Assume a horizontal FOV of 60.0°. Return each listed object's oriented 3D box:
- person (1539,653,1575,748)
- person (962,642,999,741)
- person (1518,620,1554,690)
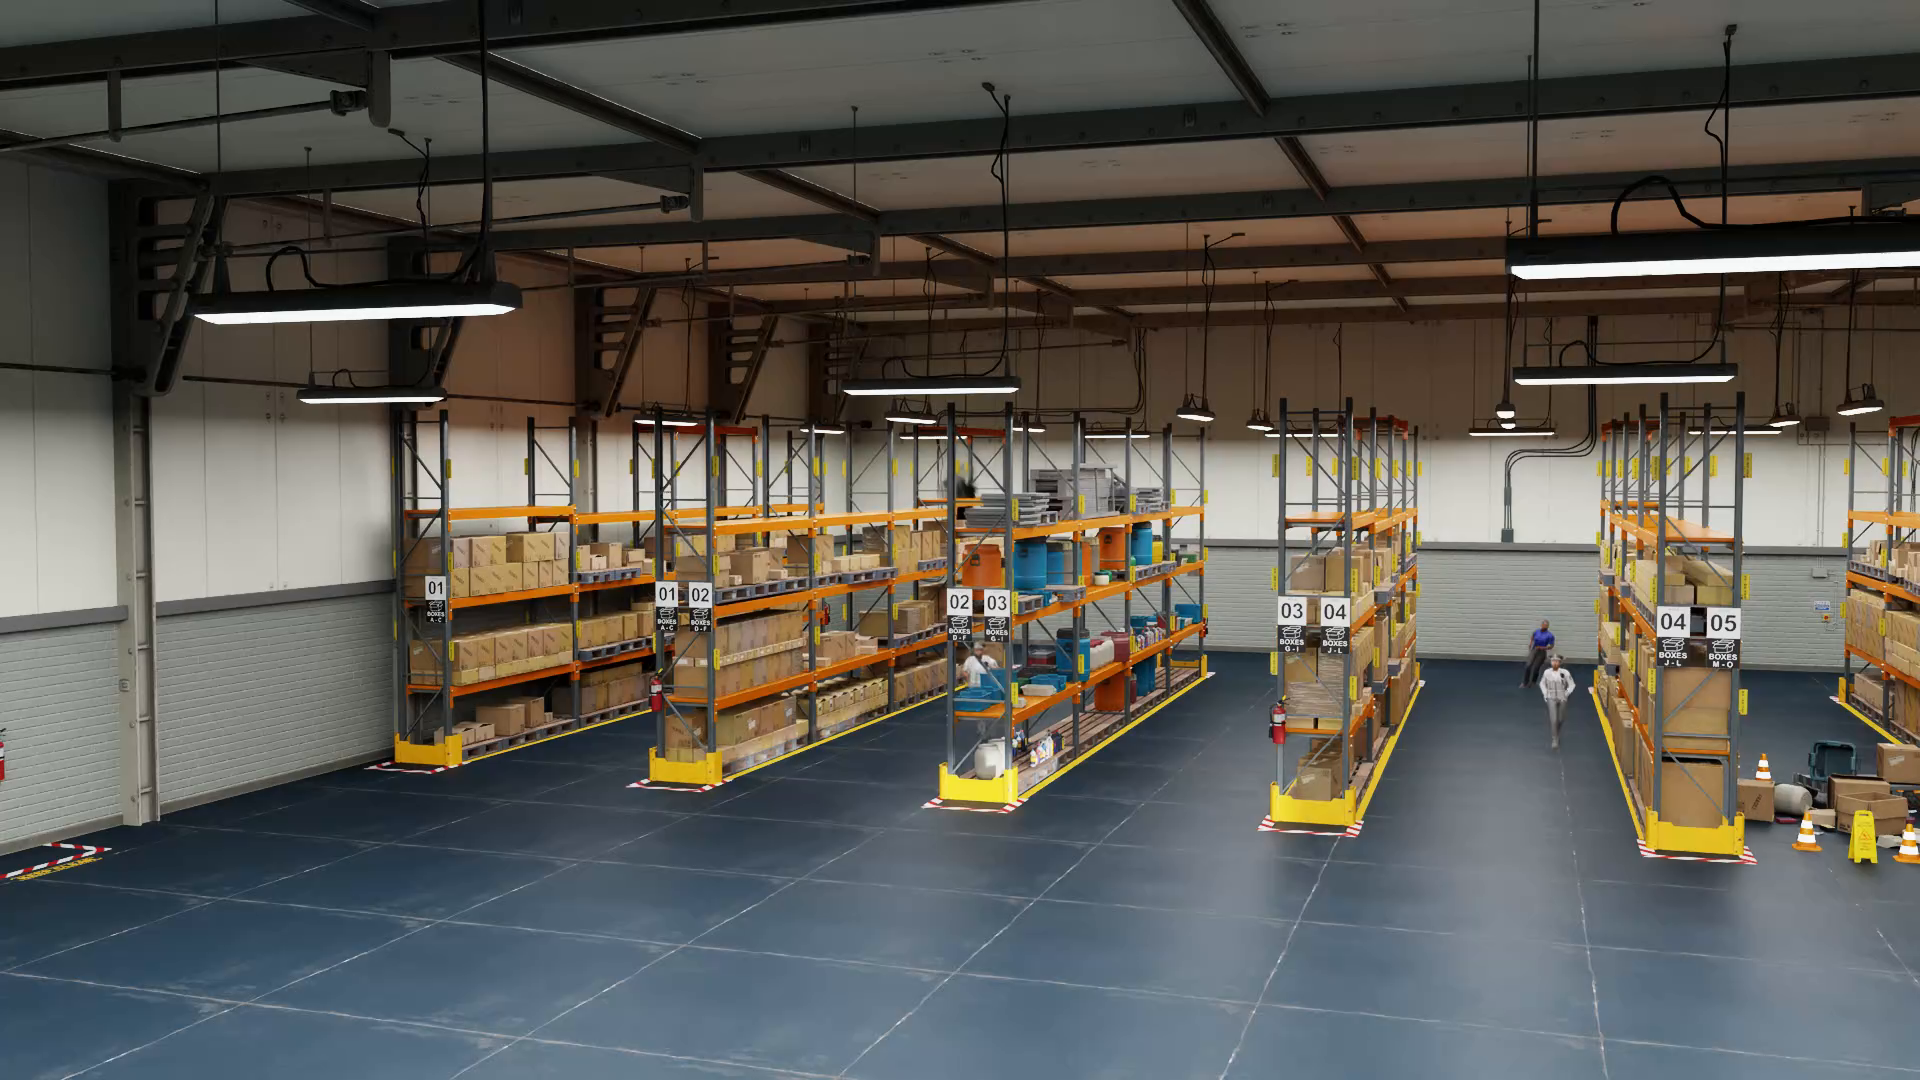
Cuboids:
[{"bbox_3d":[10.816,2.887,30.129,0.614,1.684,0.646,1,3,22],"label":"person"},{"bbox_3d":[0.344,2.808,30.929,0.645,1.855,0.774,1,3,22],"label":"person"},{"bbox_3d":[13.128,2.614,37.704,0.727,1.615,0.665,2,3,39],"label":"person"}]
